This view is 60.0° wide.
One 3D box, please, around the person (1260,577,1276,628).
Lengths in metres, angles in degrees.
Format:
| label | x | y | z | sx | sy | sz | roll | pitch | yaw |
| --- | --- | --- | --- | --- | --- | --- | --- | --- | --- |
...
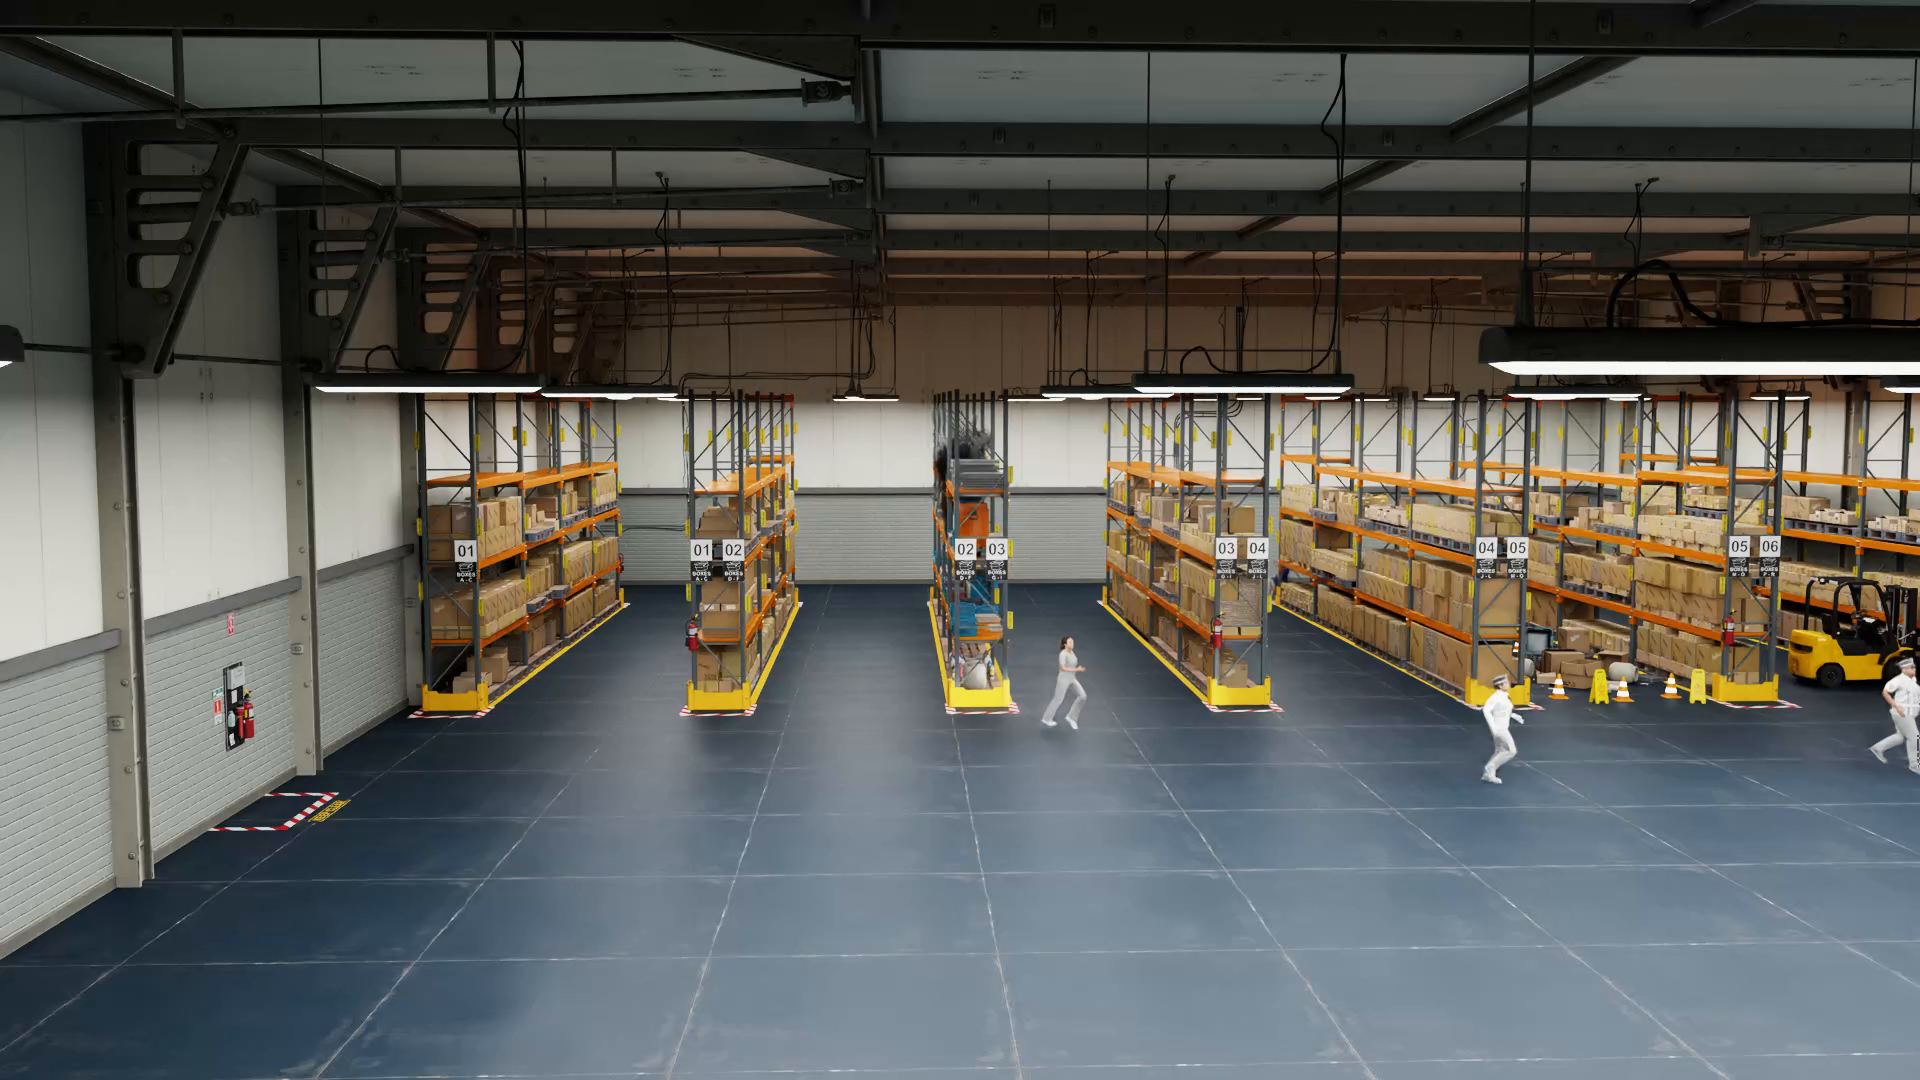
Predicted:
| label | x | y | z | sx | sy | sz | roll | pitch | yaw |
| --- | --- | --- | --- | --- | --- | --- | --- | --- | --- |
| person | 7.360 | 1.542 | 40.463 | 0.639 | 1.845 | 0.783 | -1 | 5 | -8 |

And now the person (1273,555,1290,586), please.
| label | x | y | z | sx | sy | sz | roll | pitch | yaw |
| --- | --- | --- | --- | --- | --- | --- | --- | --- | --- |
| person | 9.564 | 0.918 | 48.934 | 0.725 | 1.694 | 0.662 | 0 | 5 | -3 |

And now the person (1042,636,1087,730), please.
| label | x | y | z | sx | sy | sz | roll | pitch | yaw |
| --- | --- | --- | --- | --- | --- | --- | --- | --- | --- |
| person | 1.870 | 2.503 | 29.260 | 0.858 | 1.672 | 0.571 | 3 | 6 | 37 |

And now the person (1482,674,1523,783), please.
| label | x | y | z | sx | sy | sz | roll | pitch | yaw |
| --- | --- | --- | --- | --- | --- | --- | --- | --- | --- |
| person | 8.197 | 2.841 | 25.110 | 0.567 | 1.661 | 0.623 | 2 | 5 | 25 |

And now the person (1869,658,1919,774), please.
| label | x | y | z | sx | sy | sz | roll | pitch | yaw |
| --- | --- | --- | --- | --- | --- | --- | --- | --- | --- |
| person | 14.761 | 2.722 | 25.980 | 0.647 | 1.803 | 0.858 | -4 | 6 | -43 |
